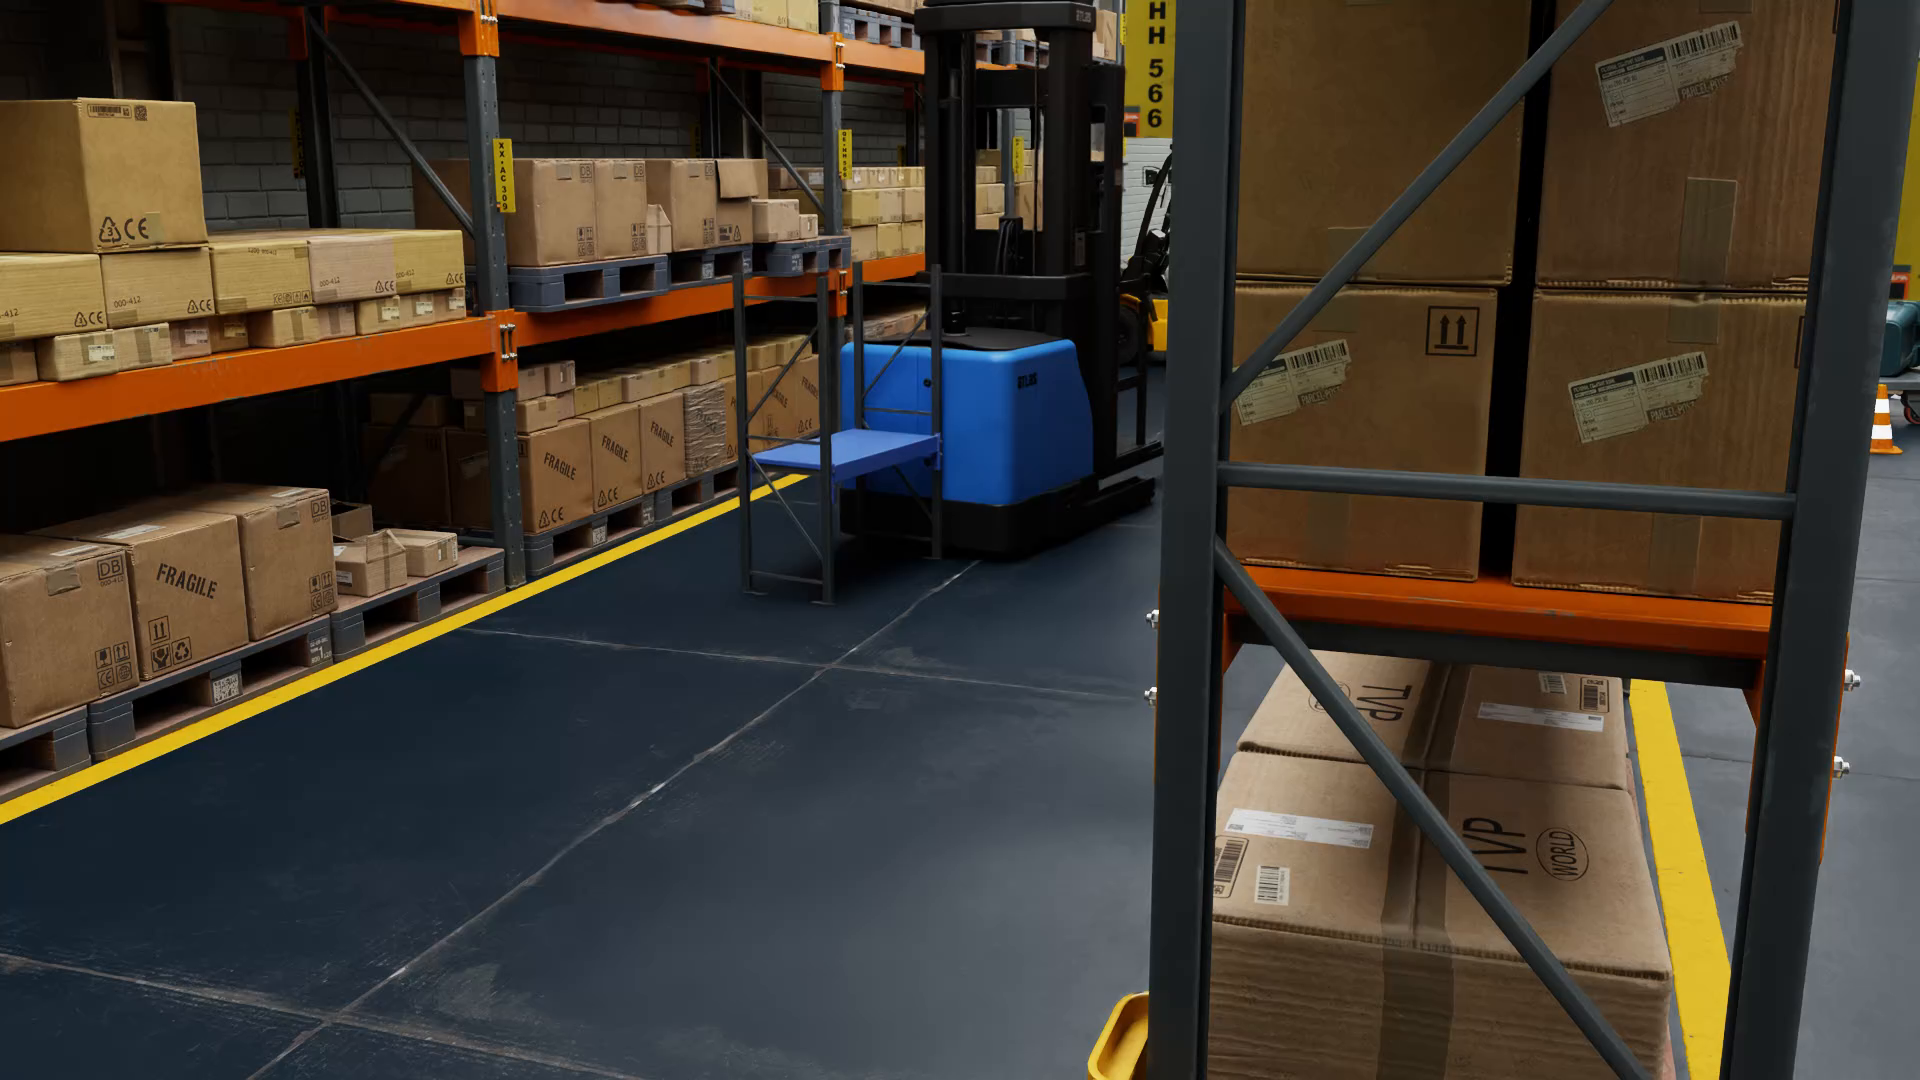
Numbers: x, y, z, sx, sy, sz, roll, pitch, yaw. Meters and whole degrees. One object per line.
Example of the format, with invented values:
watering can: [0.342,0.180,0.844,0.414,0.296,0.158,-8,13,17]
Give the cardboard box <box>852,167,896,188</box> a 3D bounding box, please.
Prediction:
cardboard box: [-0.695,-2.690,12.352,0.380,0.149,0.250,5,14,19]

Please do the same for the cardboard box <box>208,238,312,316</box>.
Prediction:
cardboard box: [-2.844,-1.006,6.321,0.500,0.250,0.500,4,14,18]

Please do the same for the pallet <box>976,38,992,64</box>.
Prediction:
pallet: [-0.272,-4.136,14.057,0.805,0.209,1.217,4,13,16]

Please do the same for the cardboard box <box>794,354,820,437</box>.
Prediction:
cardboard box: [-1.227,-0.993,11.271,0.500,0.500,0.500,5,14,20]

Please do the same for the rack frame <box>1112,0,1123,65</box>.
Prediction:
rack frame: [1.295,-6.720,18.209,1.000,3.000,0.127,4,14,18]

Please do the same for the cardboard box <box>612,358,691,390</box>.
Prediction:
cardboard box: [-1.797,-0.966,9.696,0.380,0.149,0.250,4,14,19]

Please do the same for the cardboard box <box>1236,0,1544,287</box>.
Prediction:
cardboard box: [0.747,-0.725,2.952,0.500,0.500,0.500,5,14,20]

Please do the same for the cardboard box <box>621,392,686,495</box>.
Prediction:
cardboard box: [-1.890,-0.558,9.367,0.500,0.500,0.500,4,13,17]

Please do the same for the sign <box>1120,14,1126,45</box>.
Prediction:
sign: [1.804,-5.609,18.269,0.100,0.325,0.005,4,14,18]

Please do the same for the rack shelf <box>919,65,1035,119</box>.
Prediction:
rack shelf: [0.648,-4.486,16.778,1.077,0.370,4.000,4,14,18]

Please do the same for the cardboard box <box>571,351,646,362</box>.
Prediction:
cardboard box: [-2.125,-1.050,10.064,0.380,0.149,0.250,4,14,19]

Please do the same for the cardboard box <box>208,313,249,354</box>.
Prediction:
cardboard box: [-2.933,-0.793,6.286,0.380,0.149,0.250,5,14,19]

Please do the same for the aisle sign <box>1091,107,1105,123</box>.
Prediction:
aisle sign: [1.594,-5.056,18.556,0.394,0.787,0.004,4,14,18]

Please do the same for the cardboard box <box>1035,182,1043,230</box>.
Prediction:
cardboard box: [0.544,-3.188,15.989,0.500,0.500,0.500,5,14,19]

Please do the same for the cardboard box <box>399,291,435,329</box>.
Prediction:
cardboard box: [-2.516,-1.005,7.214,0.380,0.149,0.250,5,14,20]

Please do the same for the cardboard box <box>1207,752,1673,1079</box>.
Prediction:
cardboard box: [0.935,0.828,3.434,0.875,0.438,0.875,4,13,16]

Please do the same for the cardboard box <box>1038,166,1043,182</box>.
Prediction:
cardboard box: [0.643,-3.525,16.007,0.380,0.149,0.250,5,14,20]

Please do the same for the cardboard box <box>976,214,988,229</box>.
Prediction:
cardboard box: [-0.072,-2.649,14.191,0.500,0.250,0.500,4,14,18]

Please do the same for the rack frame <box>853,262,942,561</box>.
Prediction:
rack frame: [-0.317,-0.652,8.472,0.500,1.500,0.032,7,15,28]

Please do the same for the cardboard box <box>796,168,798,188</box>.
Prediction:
cardboard box: [-1.401,-2.622,12.054,0.380,0.149,0.250,5,14,20]

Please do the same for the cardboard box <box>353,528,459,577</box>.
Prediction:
cardboard box: [-2.490,0.055,7.471,0.380,0.149,0.250,4,13,17]

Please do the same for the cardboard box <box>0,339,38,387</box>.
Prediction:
cardboard box: [-3.205,-0.574,5.325,0.380,0.149,0.250,5,14,19]

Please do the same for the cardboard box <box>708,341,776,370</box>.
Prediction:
cardboard box: [-1.399,-1.179,10.630,0.380,0.149,0.250,4,13,17]

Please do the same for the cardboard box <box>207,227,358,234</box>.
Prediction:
cardboard box: [-3.003,-1.256,7.419,0.500,0.250,0.500,4,14,18]

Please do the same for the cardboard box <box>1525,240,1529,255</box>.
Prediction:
cardboard box: [1.708,-0.520,4.302,0.500,0.500,0.500,5,14,20]

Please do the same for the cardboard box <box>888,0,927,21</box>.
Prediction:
cardboard box: [-0.499,-4.225,12.625,0.500,0.500,0.500,5,14,20]

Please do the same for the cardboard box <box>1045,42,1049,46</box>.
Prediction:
cardboard box: [0.682,-4.781,15.850,0.380,0.149,0.250,5,14,20]

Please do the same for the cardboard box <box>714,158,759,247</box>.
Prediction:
cardboard box: [-1.647,-2.009,9.875,0.797,0.503,0.637,4,13,17]

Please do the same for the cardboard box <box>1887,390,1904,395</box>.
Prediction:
cardboard box: [8.229,-1.423,14.627,0.396,0.266,0.258,7,15,28]

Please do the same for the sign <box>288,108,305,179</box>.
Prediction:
sign: [-3.114,-1.873,7.850,0.100,0.325,0.005,4,14,18]

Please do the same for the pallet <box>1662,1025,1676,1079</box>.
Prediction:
pallet: [1.001,1.115,3.627,1.003,0.211,1.213,4,14,18]

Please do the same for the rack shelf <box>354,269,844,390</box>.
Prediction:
rack shelf: [-1.941,-1.339,9.732,1.077,0.370,4.000,4,14,18]

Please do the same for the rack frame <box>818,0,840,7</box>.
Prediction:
rack frame: [-1.293,-5.036,10.829,1.000,3.000,0.127,4,14,18]

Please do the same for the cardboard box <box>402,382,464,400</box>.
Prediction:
cardboard box: [-2.661,-0.725,8.641,0.380,0.149,0.250,4,14,18]

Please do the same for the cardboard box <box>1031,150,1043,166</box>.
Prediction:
cardboard box: [0.638,-3.672,15.984,0.380,0.149,0.250,5,14,20]

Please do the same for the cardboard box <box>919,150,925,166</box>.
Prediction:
cardboard box: [-0.182,-3.552,15.460,0.380,0.149,0.250,4,14,19]

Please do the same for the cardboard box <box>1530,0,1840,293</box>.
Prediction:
cardboard box: [1.241,-0.687,2.785,0.500,0.500,0.500,4,13,17]

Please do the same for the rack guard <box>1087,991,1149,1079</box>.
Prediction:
rack guard: [0.808,1.153,2.811,1.175,0.500,0.348,4,14,18]

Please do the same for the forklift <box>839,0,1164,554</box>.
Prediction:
forklift: [0.508,-1.641,9.590,1.130,2.935,3.031,7,15,28]

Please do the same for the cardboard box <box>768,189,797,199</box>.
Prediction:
cardboard box: [-1.411,-2.396,11.960,0.500,0.250,0.500,5,14,20]

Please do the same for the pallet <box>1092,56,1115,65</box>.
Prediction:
pallet: [1.042,-5.068,17.909,1.003,0.211,1.213,4,14,18]

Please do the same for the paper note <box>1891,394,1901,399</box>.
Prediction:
paper note: [8.123,-1.228,14.318,0.172,0.023,0.155,10,16,38]

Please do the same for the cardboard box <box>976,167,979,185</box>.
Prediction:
cardboard box: [-0.055,-3.062,13.981,0.380,0.149,0.250,4,13,17]

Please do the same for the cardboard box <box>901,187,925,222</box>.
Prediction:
cardboard box: [-0.569,-2.572,12.729,0.500,0.250,0.500,4,13,17]

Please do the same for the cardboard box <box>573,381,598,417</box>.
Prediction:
cardboard box: [-2.131,-0.746,8.734,0.380,0.149,0.250,4,13,15]

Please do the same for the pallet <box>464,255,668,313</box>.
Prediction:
pallet: [-2.226,-1.336,8.531,1.003,0.211,1.213,4,14,18]

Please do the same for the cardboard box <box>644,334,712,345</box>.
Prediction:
cardboard box: [-1.868,-1.272,11.037,0.380,0.149,0.250,5,14,20]

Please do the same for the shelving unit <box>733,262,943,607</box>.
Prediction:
shelving unit: [-0.562,-0.552,8.037,0.538,1.500,1.048,7,15,28]

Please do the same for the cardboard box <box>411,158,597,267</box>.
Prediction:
cardboard box: [-2.219,-1.608,8.125,0.700,0.500,0.500,5,14,20]

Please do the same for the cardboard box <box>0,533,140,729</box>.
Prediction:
cardboard box: [-3.281,0.288,5.659,0.700,0.500,0.500,5,14,21]

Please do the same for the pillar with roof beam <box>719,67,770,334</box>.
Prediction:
pillar with roof beam: [2.349,-5.065,10.958,9.100,9.000,0.400,4,14,18]

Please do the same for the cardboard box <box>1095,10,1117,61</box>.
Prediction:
cardboard box: [1.382,-5.450,17.989,0.500,0.500,0.500,5,14,20]

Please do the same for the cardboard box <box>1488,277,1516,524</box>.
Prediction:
cardboard box: [0.898,-0.344,3.530,0.500,0.500,0.500,4,13,17]

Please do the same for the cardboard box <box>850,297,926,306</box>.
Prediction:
cardboard box: [-0.416,-1.727,14.206,0.875,0.625,0.625,4,14,18]

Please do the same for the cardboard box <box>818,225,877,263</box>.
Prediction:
cardboard box: [-0.919,-2.114,11.846,0.500,0.250,0.500,4,14,19]
